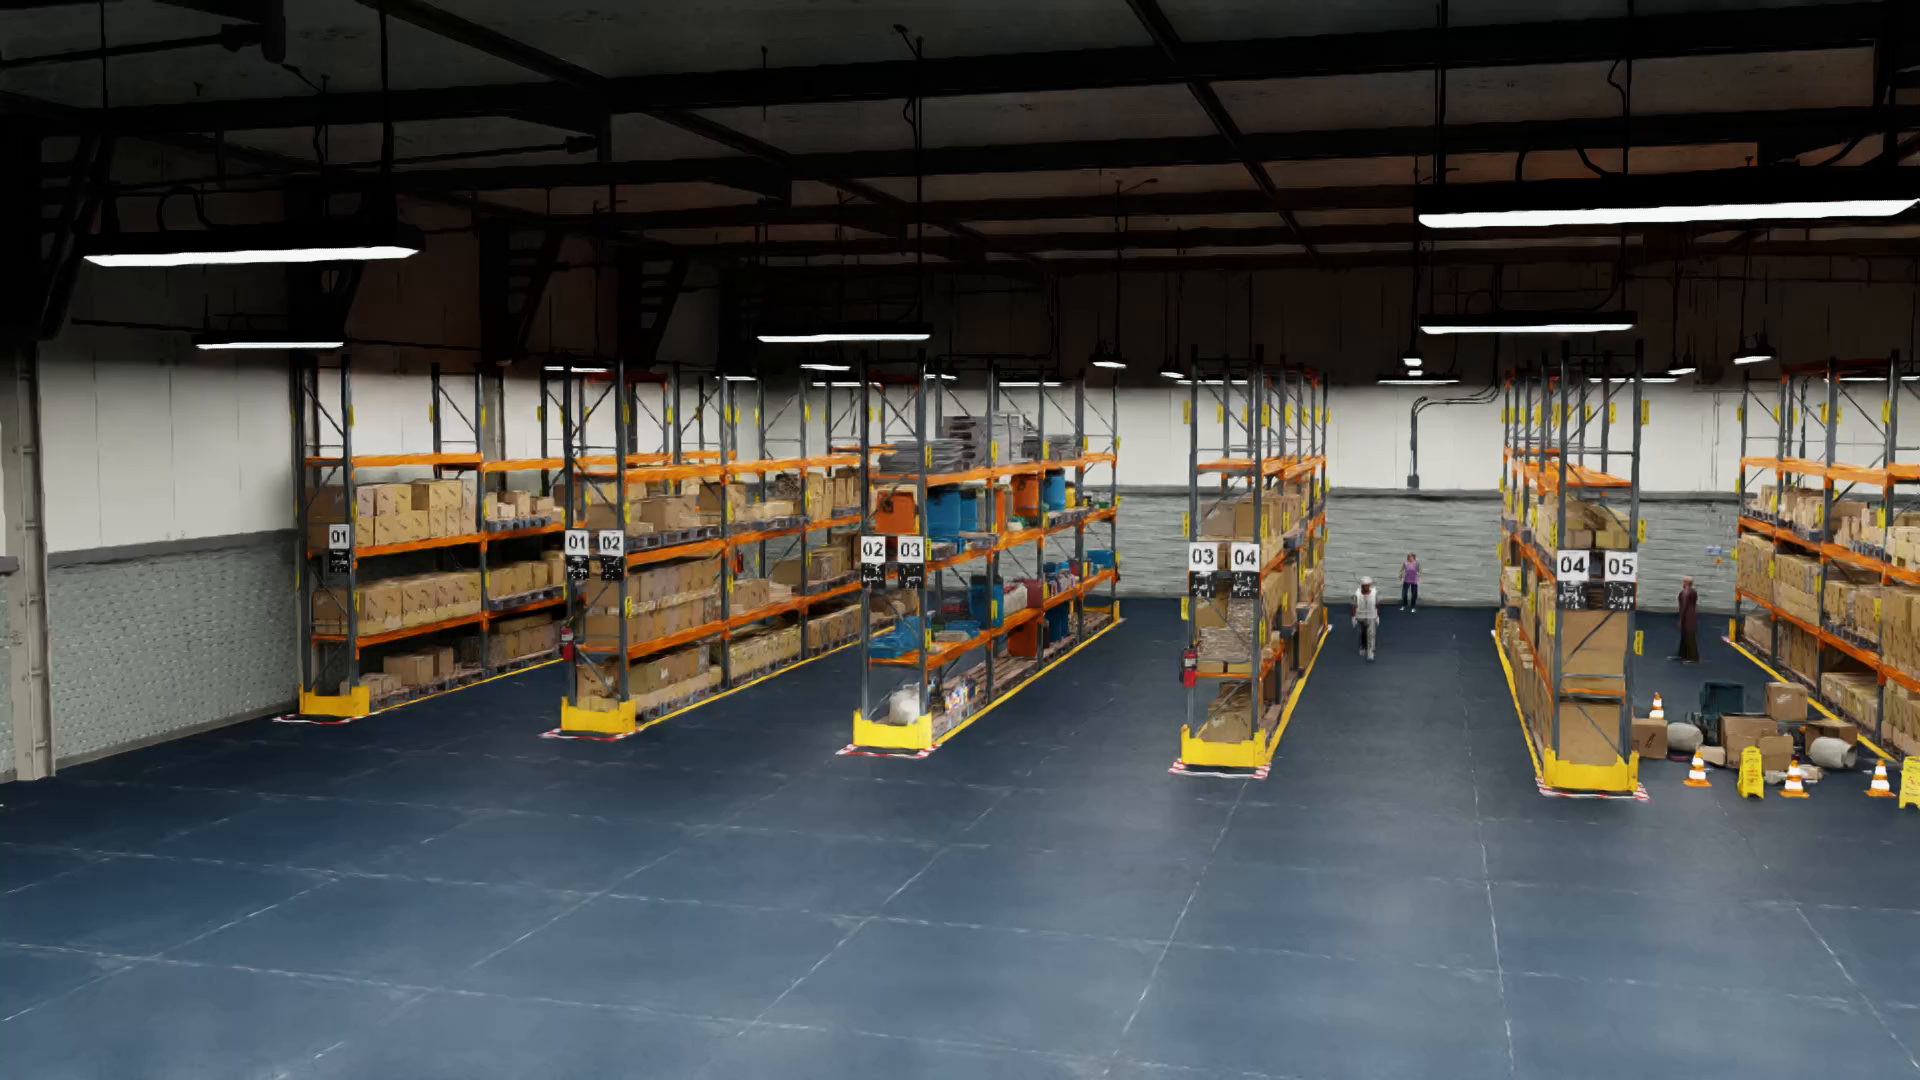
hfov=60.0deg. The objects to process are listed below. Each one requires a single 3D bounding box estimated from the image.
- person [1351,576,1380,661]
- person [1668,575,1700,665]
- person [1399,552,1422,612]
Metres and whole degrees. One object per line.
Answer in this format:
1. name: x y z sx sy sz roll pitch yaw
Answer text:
1. person: 8.302 1.584 34.073 0.566 1.704 1.122 1 4 18
2. person: 14.570 1.592 33.417 0.651 1.770 0.678 3 5 35
3. person: 11.471 1.063 42.376 0.564 1.541 0.519 1 4 13
